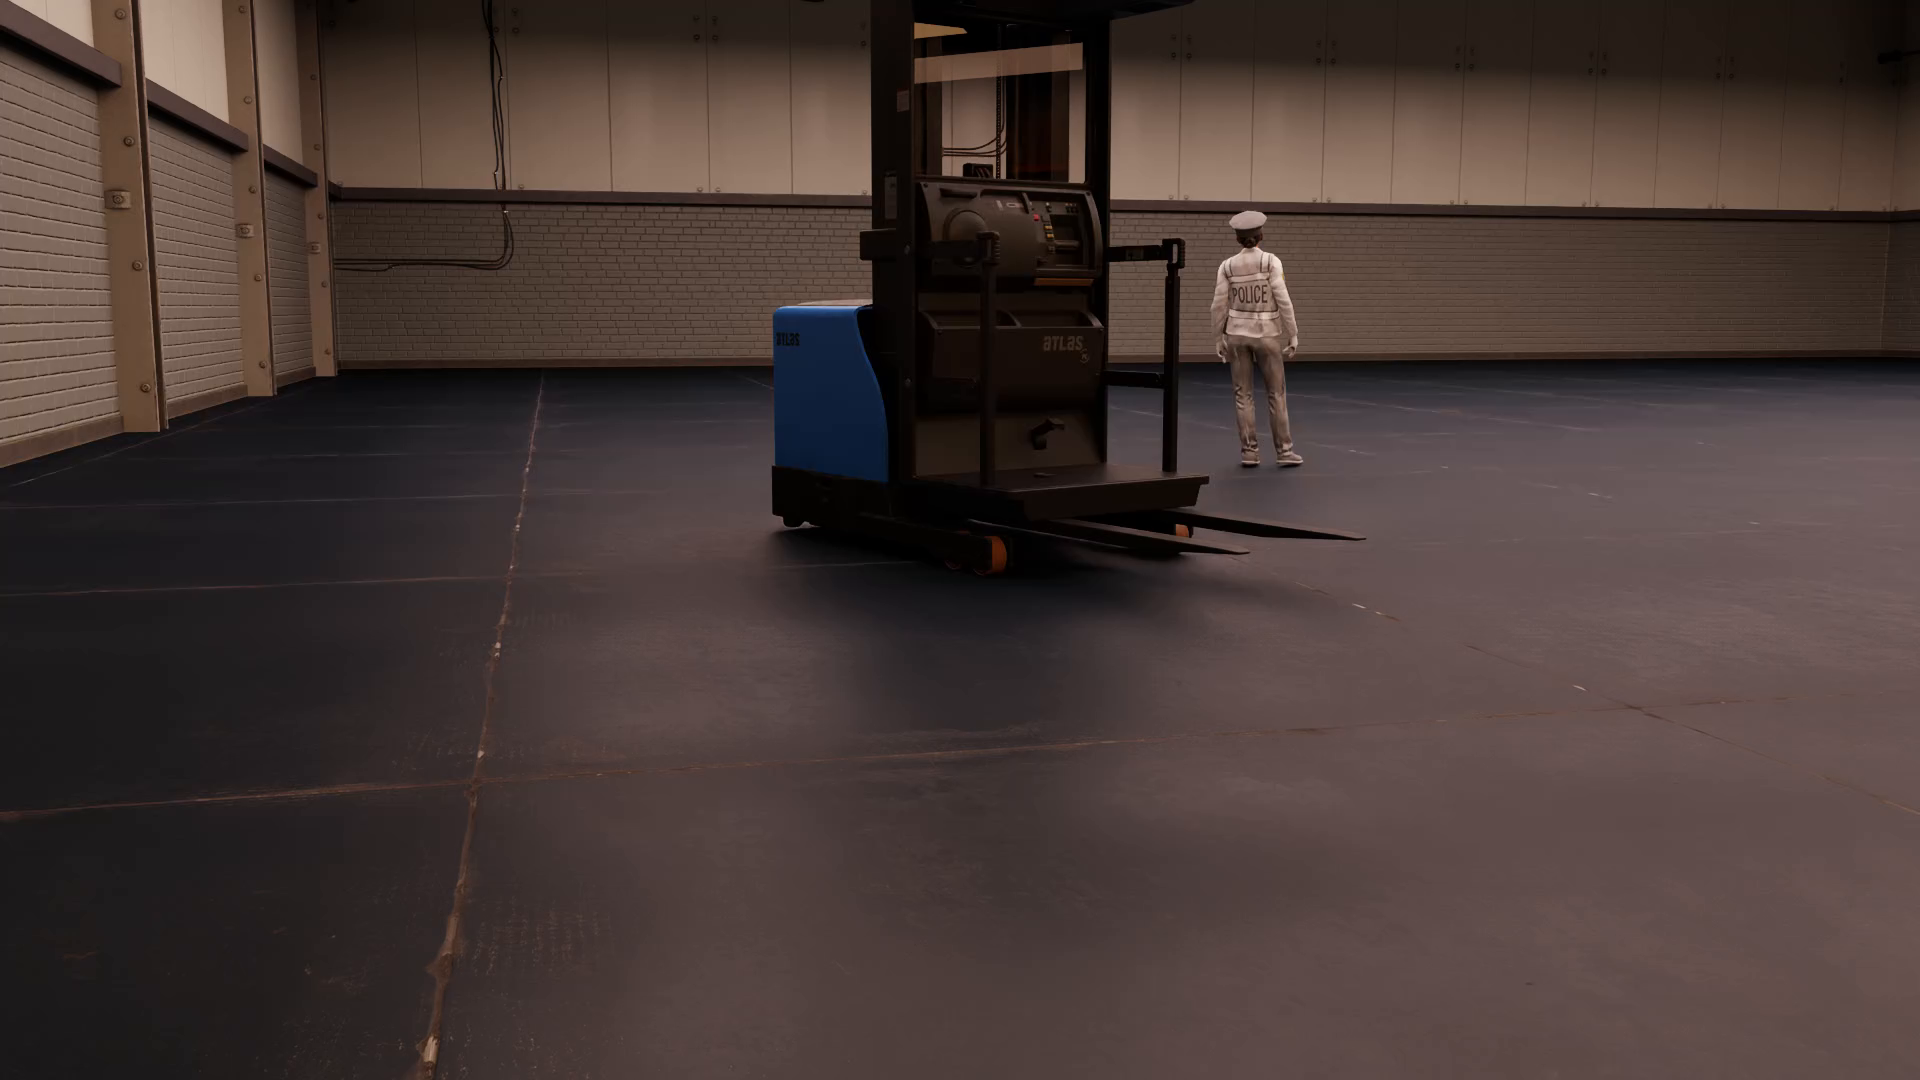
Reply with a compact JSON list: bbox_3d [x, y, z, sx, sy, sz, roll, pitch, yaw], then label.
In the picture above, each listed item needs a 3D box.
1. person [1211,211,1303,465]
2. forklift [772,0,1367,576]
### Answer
[{"bbox_3d":[1.992,-1.348,11.168,0.587,1.694,0.530,4,9,24],"label":"person"},{"bbox_3d":[0.355,-1.383,7.015,1.130,2.935,3.031,-6,10,-35],"label":"forklift"}]
